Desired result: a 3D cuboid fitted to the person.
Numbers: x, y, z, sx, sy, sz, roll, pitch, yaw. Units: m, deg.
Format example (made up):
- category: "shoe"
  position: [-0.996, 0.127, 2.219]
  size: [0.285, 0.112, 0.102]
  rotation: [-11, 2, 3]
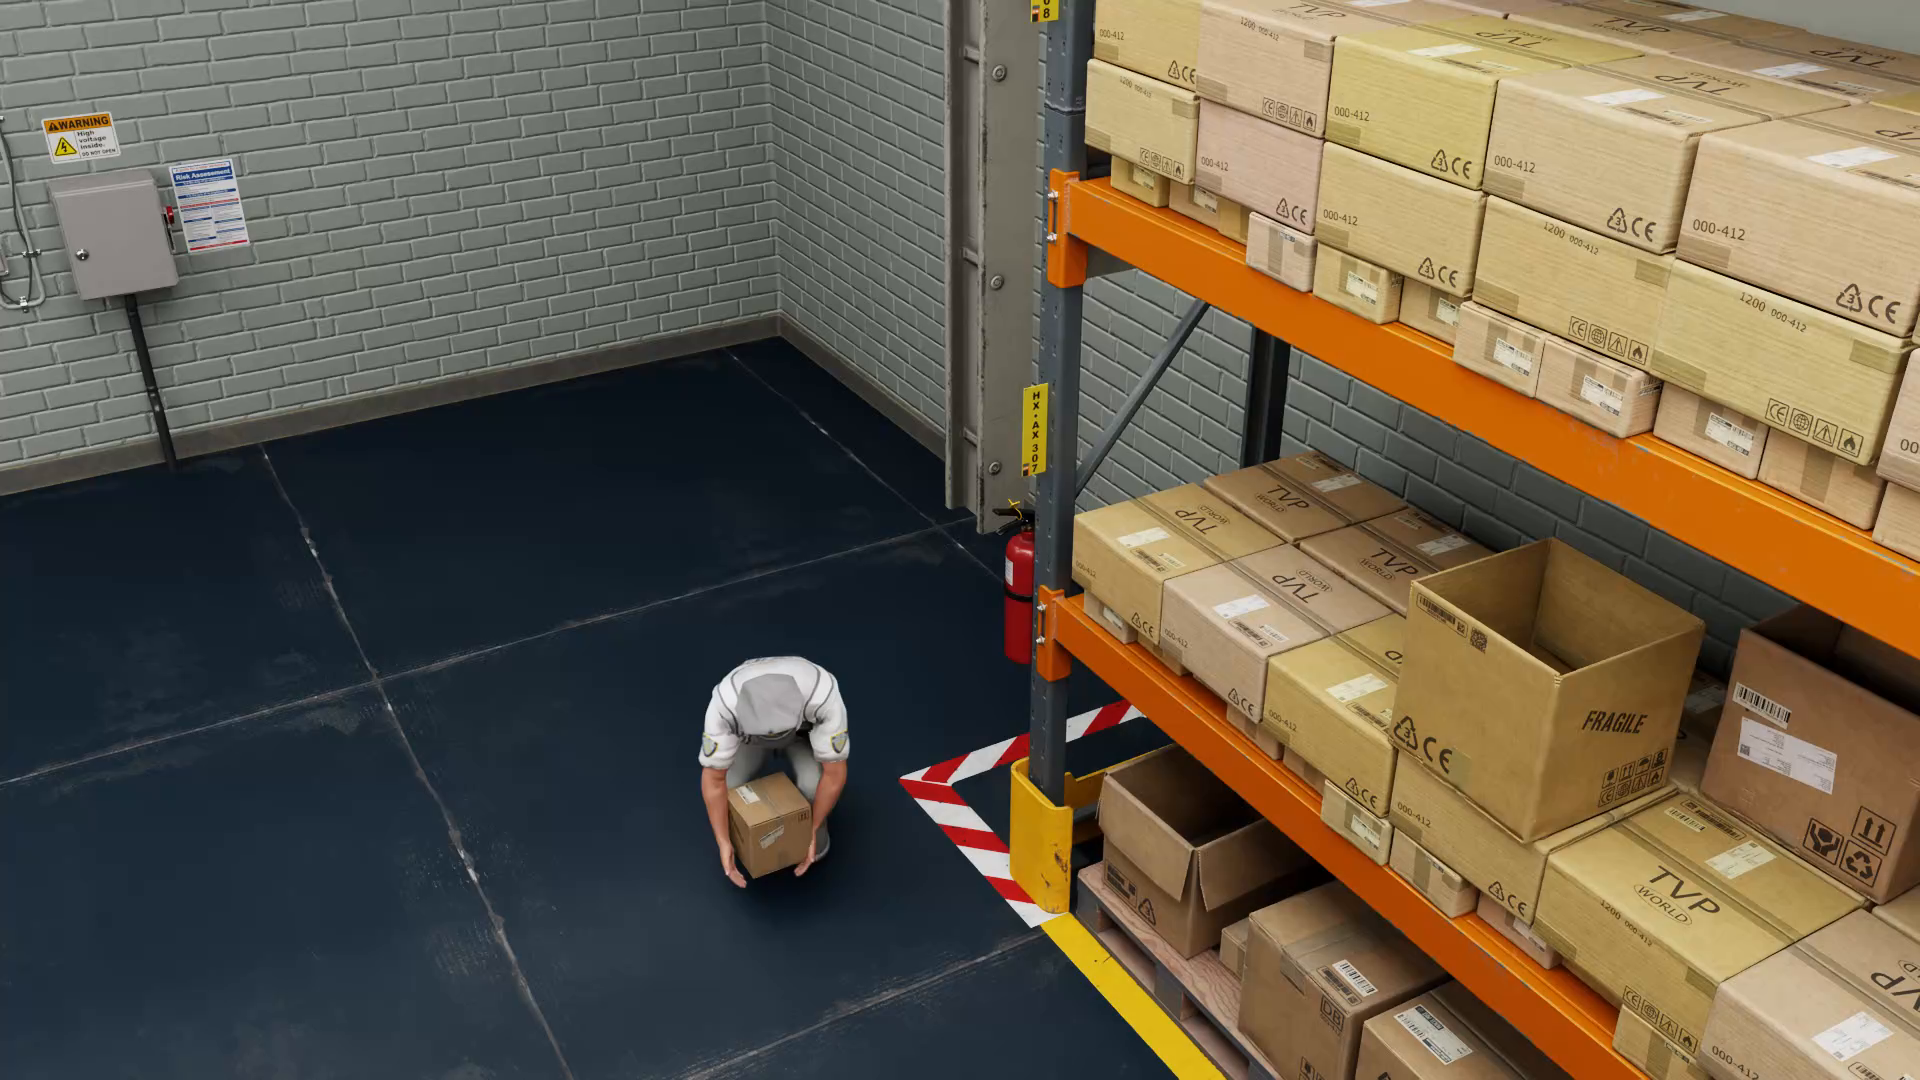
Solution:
- category: "person"
  position: [-0.696, 0.805, 6.421]
  size: [0.576, 1.022, 0.904]
  rotation: [2, 29, 3]
